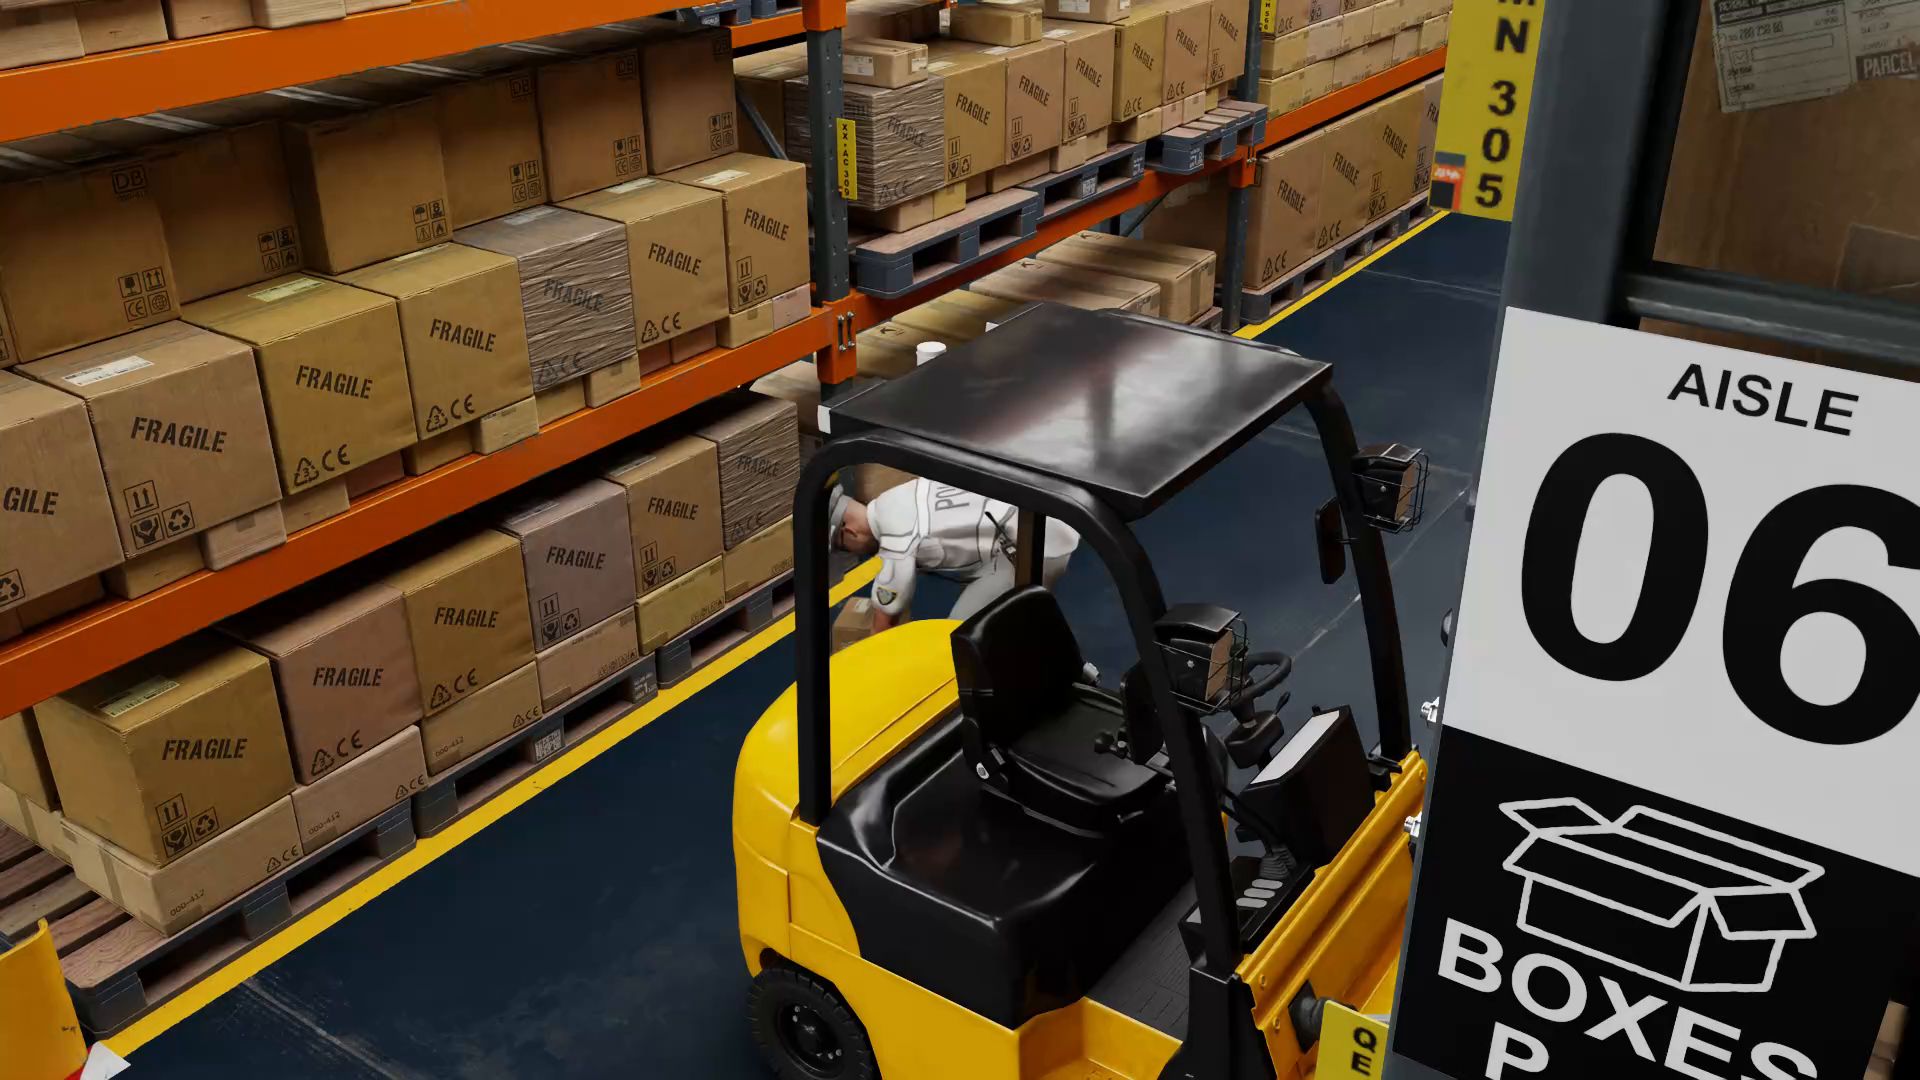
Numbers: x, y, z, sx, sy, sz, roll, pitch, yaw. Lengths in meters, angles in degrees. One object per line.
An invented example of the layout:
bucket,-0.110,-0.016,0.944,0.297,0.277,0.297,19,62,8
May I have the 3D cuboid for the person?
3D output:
person,-0.067,0.224,6.425,1.042,1.069,0.515,3,27,7
